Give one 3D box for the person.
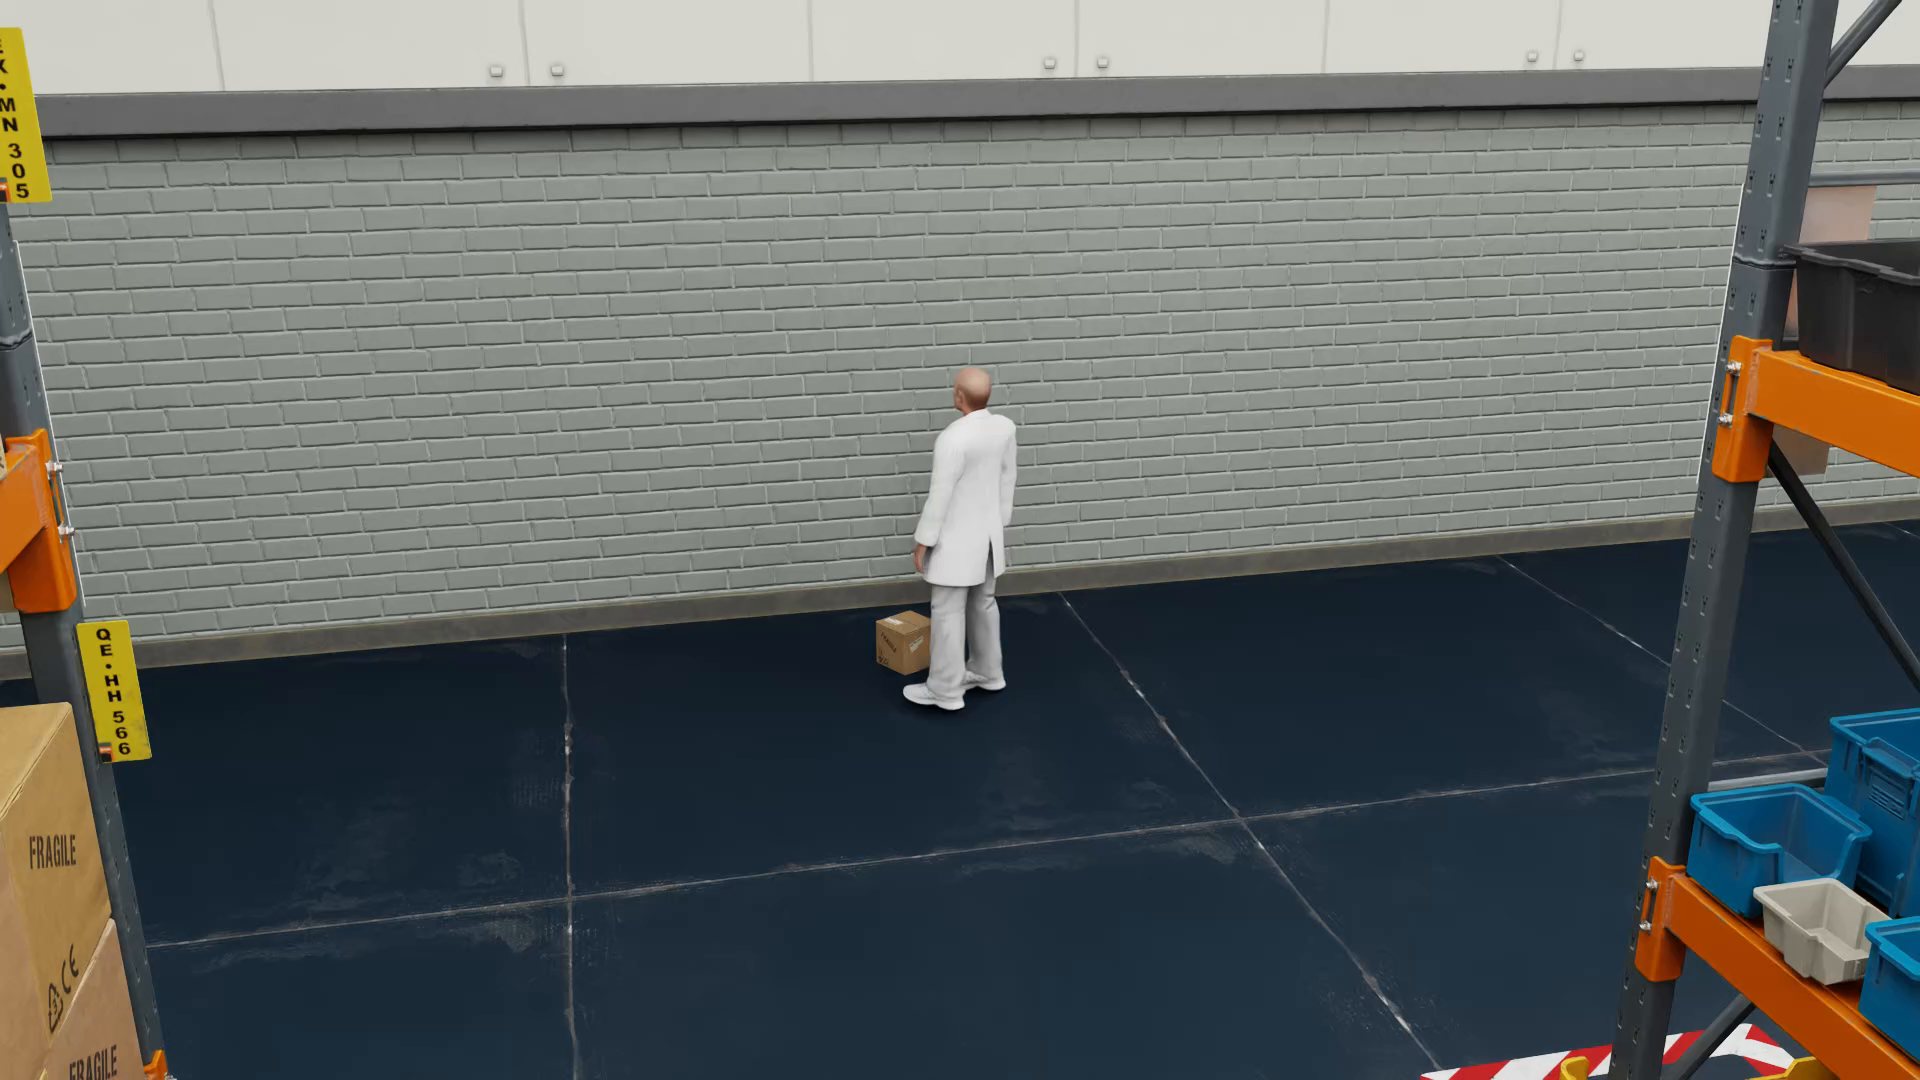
[{"bbox_3d":[0.001,-0.029,8.629,0.396,1.792,0.628,15,24,37],"label":"person"}]
